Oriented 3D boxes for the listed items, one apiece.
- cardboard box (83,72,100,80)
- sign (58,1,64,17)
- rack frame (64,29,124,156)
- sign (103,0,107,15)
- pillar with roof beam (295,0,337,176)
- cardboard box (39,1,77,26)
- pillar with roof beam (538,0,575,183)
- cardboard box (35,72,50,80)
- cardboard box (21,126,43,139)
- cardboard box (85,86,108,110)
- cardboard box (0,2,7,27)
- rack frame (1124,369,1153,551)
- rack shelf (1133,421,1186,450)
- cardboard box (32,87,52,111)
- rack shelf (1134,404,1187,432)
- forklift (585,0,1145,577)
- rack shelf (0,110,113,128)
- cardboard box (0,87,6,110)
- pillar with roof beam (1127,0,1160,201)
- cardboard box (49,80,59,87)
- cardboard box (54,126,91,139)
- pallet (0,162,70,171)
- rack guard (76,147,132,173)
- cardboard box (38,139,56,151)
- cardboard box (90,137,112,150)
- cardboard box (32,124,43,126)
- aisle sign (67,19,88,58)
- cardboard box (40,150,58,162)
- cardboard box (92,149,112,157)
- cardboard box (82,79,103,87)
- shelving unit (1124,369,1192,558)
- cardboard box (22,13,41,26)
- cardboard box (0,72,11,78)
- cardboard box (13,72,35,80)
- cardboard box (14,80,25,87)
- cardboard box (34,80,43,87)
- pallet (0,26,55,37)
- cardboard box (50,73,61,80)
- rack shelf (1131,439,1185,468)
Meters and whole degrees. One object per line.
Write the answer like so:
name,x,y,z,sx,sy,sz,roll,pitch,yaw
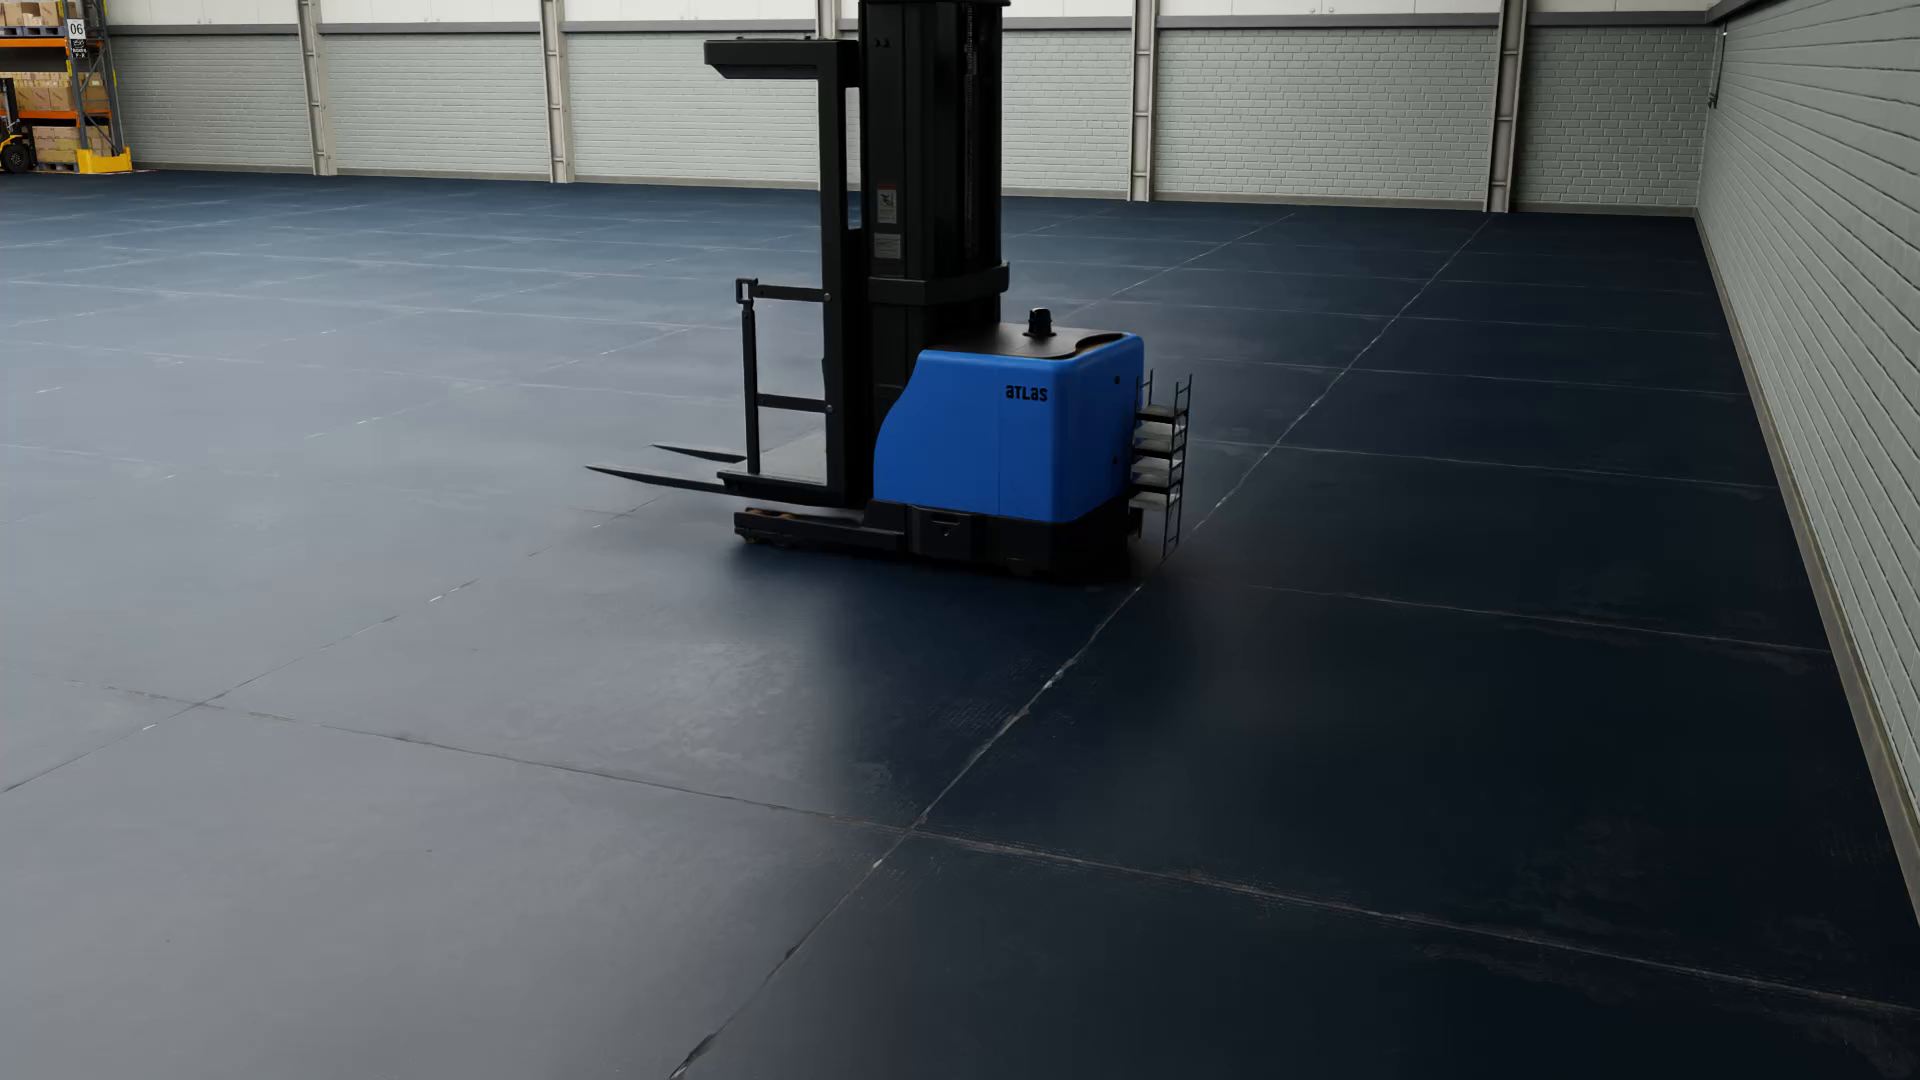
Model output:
cardboard box,-19.071,-10.157,36.405,0.250,0.149,0.380,6,17,20
sign,-19.049,-11.254,35.231,0.005,0.325,0.100,6,17,21
rack frame,-18.837,-9.565,36.242,0.127,3.000,1.000,6,17,21
sign,-18.628,-11.607,36.184,0.005,0.325,0.100,6,17,21
pillar with roof beam,-15.152,-11.021,30.496,0.400,9.000,9.100,6,17,21
cardboard box,-19.338,-11.286,35.675,0.500,0.500,0.500,7,18,22
pillar with roof beam,-9.571,-10.407,28.382,0.400,9.000,9.100,6,17,21
cardboard box,-19.946,-10.131,36.315,0.250,0.149,0.380,6,17,21
cardboard box,-20.330,-8.993,36.654,0.500,0.250,0.500,7,17,21
cardboard box,-19.196,-9.736,36.651,0.500,0.500,0.500,7,18,22
cardboard box,-20.785,-11.488,36.366,0.637,0.503,0.797,7,18,22
rack frame,0.906,-0.404,8.419,0.006,0.900,0.240,10,19,23
rack shelf,1.004,-0.528,8.337,0.200,0.077,0.258,10,19,23
cardboard box,-19.871,-9.651,36.358,0.500,0.500,0.500,7,18,22
rack shelf,1.007,-0.614,8.310,0.200,0.077,0.258,10,19,23
forklift,-0.600,-1.496,8.571,3.031,2.935,1.130,8,18,26
rack shelf,-20.698,-9.424,37.047,4.000,0.370,1.077,6,17,21
cardboard box,-20.819,-9.752,36.705,0.500,0.500,0.500,6,17,21
pillar with roof beam,1.592,-9.180,24.153,0.400,9.000,9.100,6,17,21
cardboard box,-19.511,-9.906,36.073,0.250,0.149,0.380,7,17,22
cardboard box,-19.380,-8.893,36.311,0.500,0.250,0.500,7,18,22
pallet,-20.695,-8.419,37.294,1.213,0.211,1.003,6,17,21
rack guard,-18.815,-8.362,36.582,0.348,0.500,1.175,6,17,21
cardboard box,-19.867,-8.709,36.576,0.500,0.250,0.500,6,17,20
cardboard box,-19.198,-8.788,36.848,0.500,0.250,0.500,7,17,22
cardboard box,-20.616,-9.183,37.311,0.500,0.250,0.500,6,17,20
aisle sign,-18.884,-10.731,35.594,0.004,0.787,0.394,6,17,21
cardboard box,-19.849,-8.466,36.634,0.500,0.250,0.500,6,17,21
cardboard box,-19.222,-8.547,36.914,0.500,0.250,0.500,6,17,21
cardboard box,-19.058,-10.027,36.489,0.250,0.149,0.380,6,17,19
shelving unit,0.998,-0.388,8.380,0.210,0.900,0.258,10,19,23
cardboard box,-19.955,-11.223,35.880,0.258,0.266,0.396,6,17,21
cardboard box,-20.905,-10.235,36.673,0.250,0.149,0.380,6,17,21
cardboard box,-20.472,-10.154,36.394,0.250,0.149,0.380,7,17,22
cardboard box,-20.465,-10.012,36.439,0.250,0.149,0.380,6,17,21
cardboard box,-19.956,-9.977,36.316,0.250,0.149,0.380,6,17,20
pallet,-20.624,-11.167,36.537,1.213,0.211,1.003,6,17,21
cardboard box,-19.489,-10.067,36.093,0.250,0.149,0.380,6,17,21
rack shelf,1.000,-0.442,8.363,0.200,0.077,0.258,10,19,23
